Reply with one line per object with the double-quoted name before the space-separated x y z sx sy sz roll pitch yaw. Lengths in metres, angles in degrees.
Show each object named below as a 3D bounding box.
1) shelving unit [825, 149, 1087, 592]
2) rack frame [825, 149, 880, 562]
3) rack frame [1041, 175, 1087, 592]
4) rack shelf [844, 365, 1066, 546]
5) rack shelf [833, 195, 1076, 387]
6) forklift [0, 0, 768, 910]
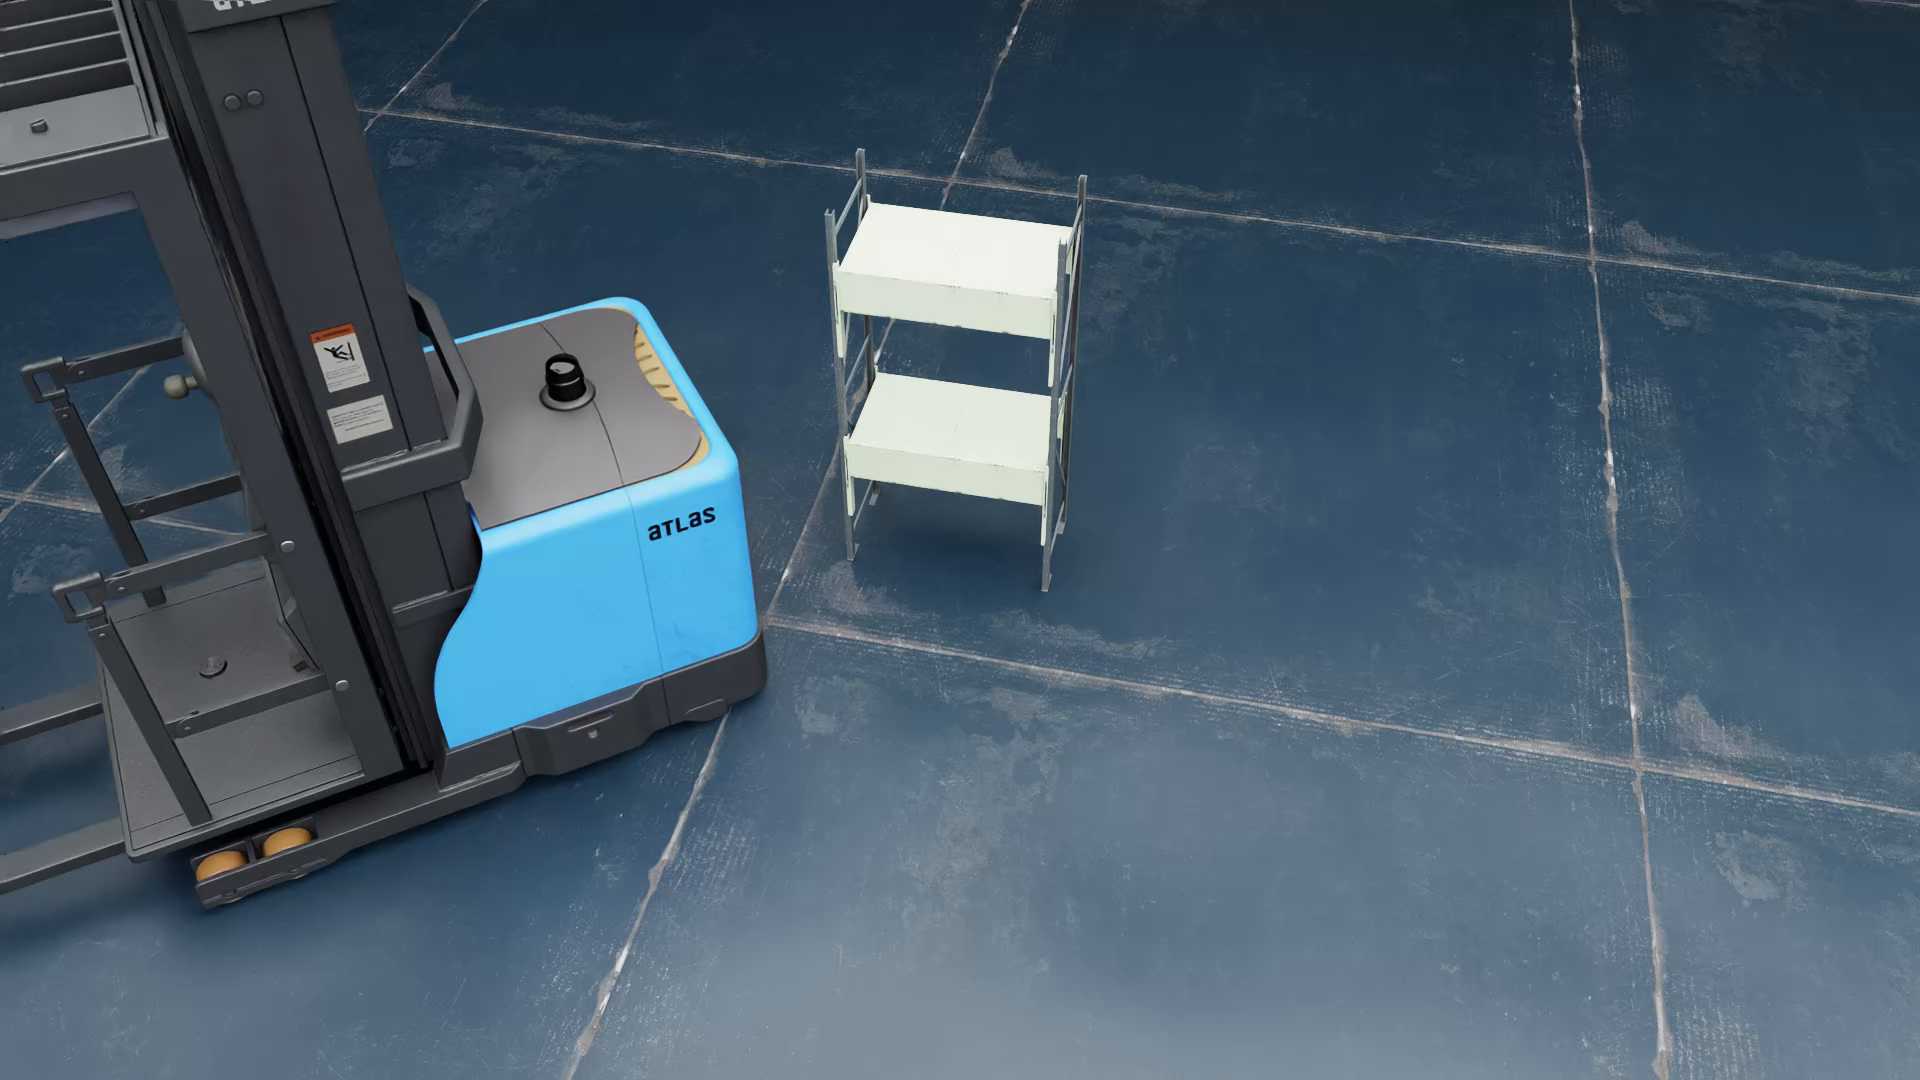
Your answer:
"shelving unit" -0.007 -0.541 5.731 0.755 1.500 0.431 9 45 9
"rack frame" -0.364 -0.597 5.789 0.023 1.500 0.400 9 45 9
"rack frame" 0.351 -0.486 5.673 0.023 1.500 0.400 9 45 9
"rack shelf" -0.007 -0.306 5.957 0.720 0.370 0.431 9 45 9
"rack shelf" -0.007 -0.823 5.460 0.720 0.370 0.431 9 45 9
"forklift" -2.208 -0.365 4.516 3.031 2.935 1.130 -19 47 -19
